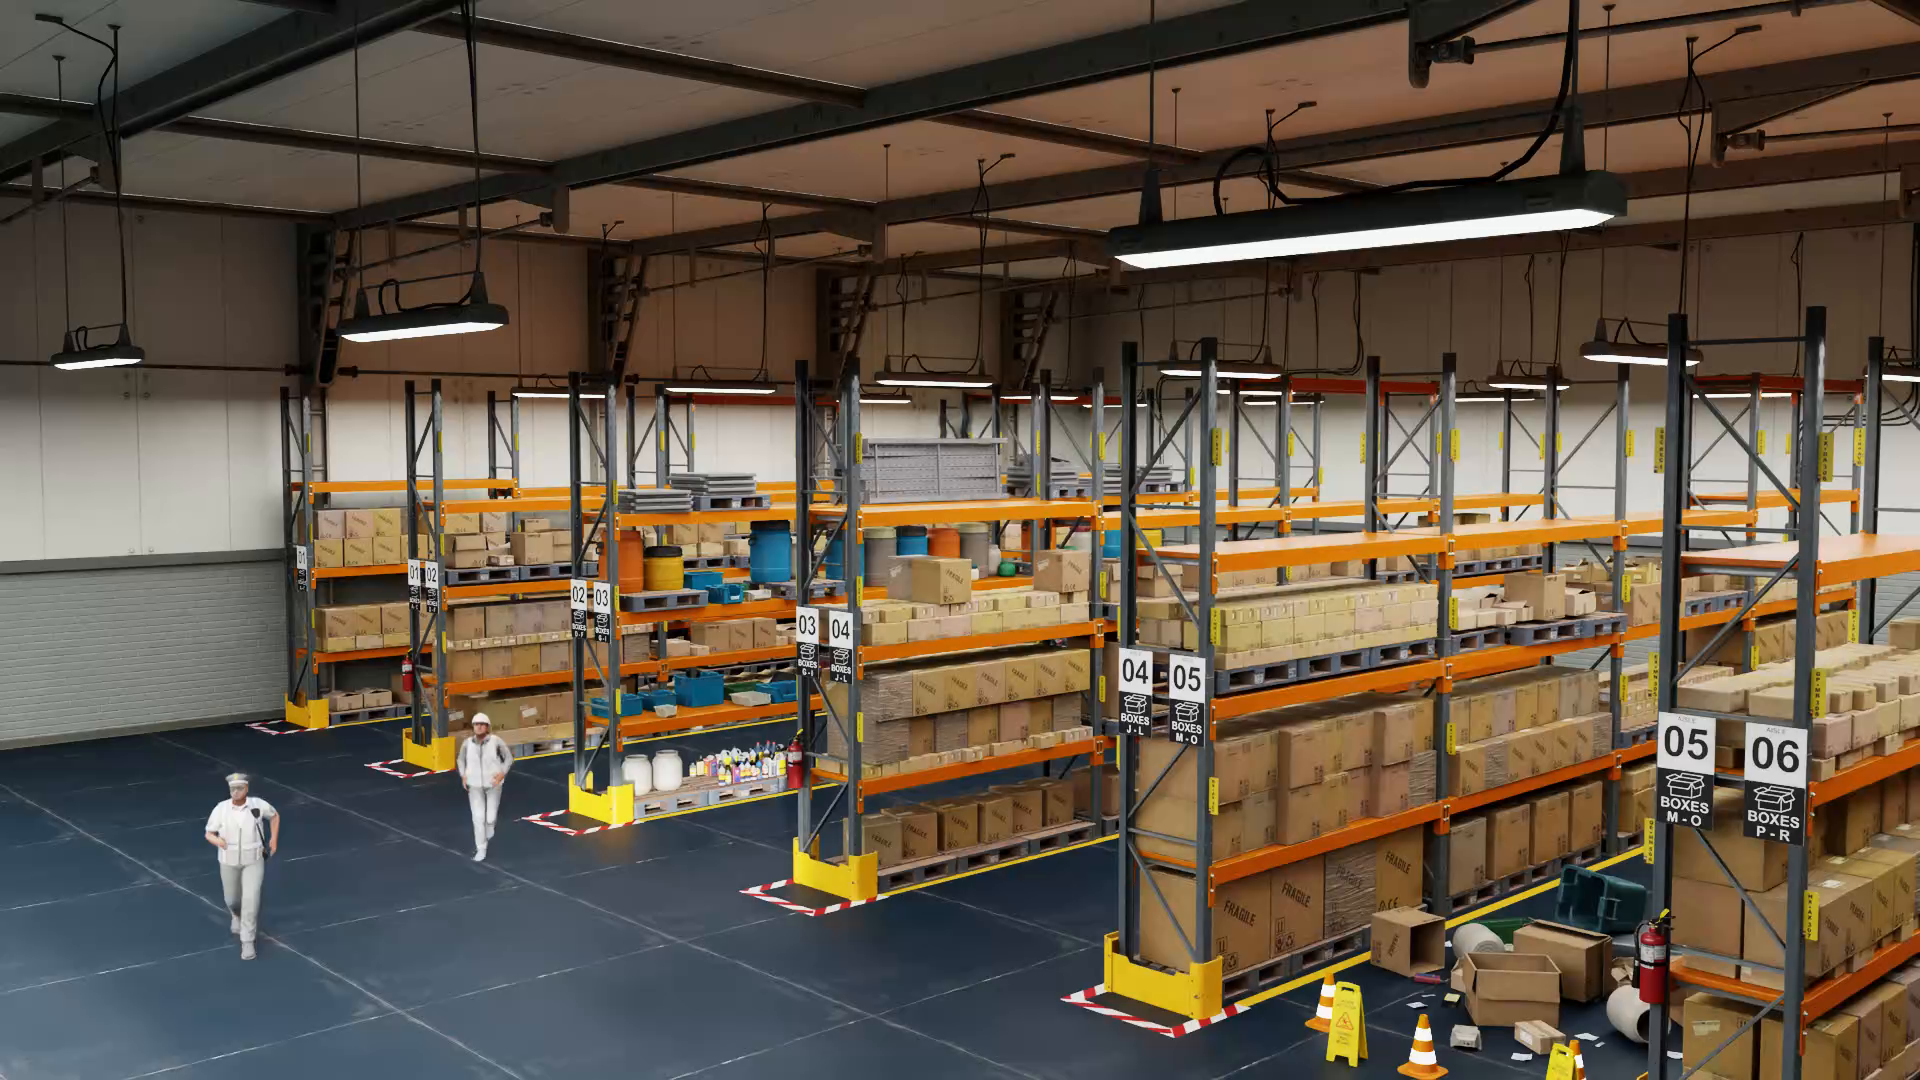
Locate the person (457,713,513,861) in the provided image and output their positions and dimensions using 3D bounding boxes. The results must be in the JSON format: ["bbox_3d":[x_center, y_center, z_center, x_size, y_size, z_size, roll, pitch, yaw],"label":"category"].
[{"bbox_3d":[-5.840,2.951,20.472,0.676,1.691,0.674,-1,4,-10],"label":"person"}]

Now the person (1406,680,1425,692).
[{"bbox_3d":[6.648,2.790,24.193,0.952,1.746,0.582,-3,5,-42],"label":"person"}]

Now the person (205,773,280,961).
[{"bbox_3d":[-7.190,3.210,16.665,0.675,1.761,1.032,-1,4,-18],"label":"person"}]
